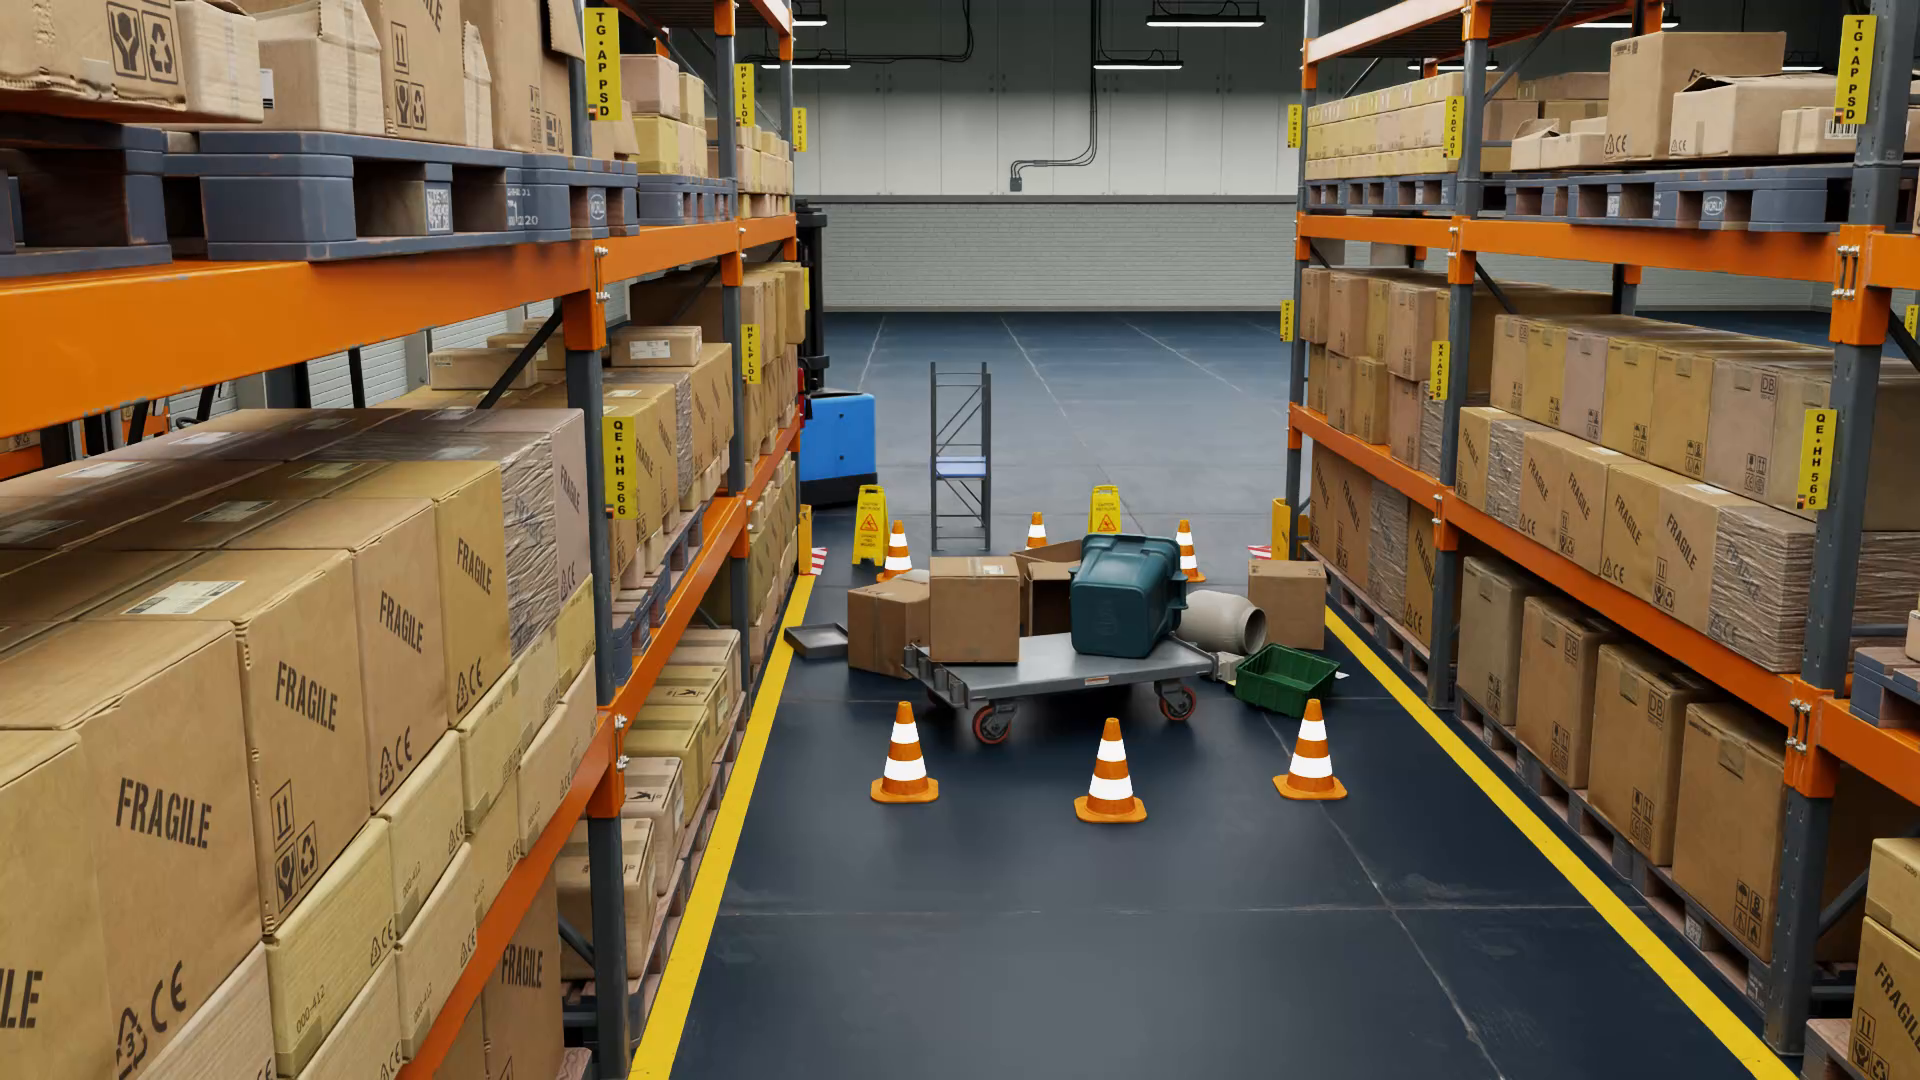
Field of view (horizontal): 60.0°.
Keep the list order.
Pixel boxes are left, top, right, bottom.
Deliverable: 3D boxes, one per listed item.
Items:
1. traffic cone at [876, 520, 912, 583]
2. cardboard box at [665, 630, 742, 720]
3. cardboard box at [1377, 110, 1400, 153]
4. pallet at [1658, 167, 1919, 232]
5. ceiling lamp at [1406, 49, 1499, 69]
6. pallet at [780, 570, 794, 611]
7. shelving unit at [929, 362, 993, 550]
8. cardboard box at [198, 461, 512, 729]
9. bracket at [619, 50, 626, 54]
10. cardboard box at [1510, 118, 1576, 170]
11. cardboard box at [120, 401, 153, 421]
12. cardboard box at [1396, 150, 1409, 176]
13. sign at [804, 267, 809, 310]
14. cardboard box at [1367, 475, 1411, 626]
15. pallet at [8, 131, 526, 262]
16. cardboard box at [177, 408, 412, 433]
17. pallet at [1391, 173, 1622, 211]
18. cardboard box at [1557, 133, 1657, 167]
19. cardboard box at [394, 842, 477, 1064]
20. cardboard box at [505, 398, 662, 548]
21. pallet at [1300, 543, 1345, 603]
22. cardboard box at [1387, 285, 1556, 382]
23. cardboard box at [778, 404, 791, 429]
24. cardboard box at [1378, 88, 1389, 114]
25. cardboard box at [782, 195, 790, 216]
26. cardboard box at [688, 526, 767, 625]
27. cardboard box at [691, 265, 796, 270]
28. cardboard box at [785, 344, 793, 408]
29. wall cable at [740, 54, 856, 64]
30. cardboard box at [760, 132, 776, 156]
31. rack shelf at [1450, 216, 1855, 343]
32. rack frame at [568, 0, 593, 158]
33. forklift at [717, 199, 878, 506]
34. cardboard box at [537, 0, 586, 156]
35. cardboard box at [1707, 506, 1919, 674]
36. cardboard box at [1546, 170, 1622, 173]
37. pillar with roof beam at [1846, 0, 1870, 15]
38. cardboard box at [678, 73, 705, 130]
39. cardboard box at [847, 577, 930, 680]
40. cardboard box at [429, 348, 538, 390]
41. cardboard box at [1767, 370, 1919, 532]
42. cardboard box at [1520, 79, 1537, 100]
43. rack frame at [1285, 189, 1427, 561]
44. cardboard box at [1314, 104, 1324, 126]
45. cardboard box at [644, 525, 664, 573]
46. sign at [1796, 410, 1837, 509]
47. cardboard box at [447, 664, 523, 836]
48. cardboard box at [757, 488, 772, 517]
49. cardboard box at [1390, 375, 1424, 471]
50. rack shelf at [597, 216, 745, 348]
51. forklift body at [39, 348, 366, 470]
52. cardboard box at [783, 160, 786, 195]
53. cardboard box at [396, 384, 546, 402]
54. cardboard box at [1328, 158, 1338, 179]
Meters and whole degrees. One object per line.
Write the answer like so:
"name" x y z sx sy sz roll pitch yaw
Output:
"traffic cone" -0.487 0.078 13.009 0.336 0.463 0.334 0 11 -1
"cardboard box" -1.689 0.736 8.938 0.950 0.372 0.625 0 11 0
"cardboard box" 2.959 -2.584 10.529 0.500 0.250 0.500 0 11 -2
"pallet" 3.261 -1.200 5.862 1.213 0.211 1.003 0 11 1
"ceiling lamp" 11.021 -12.157 37.167 2.000 3.185 0.800 0 11 -1
"pallet" -1.802 0.298 12.558 1.003 0.211 1.213 0 11 -1
"shelving unit" -0.002 -0.752 14.494 0.538 1.500 1.048 0 11 -1
"cardboard box" -1.325 0.109 3.713 0.500 0.500 0.500 0 11 -1
"bracket" -7.838 -11.156 37.863 0.076 0.066 4.783 0 11 -1
"cardboard box" 3.007 -2.028 8.498 0.258 0.266 0.396 0 11 -2
"cardboard box" -6.475 -1.176 12.561 0.500 0.500 0.500 0 11 -2
"cardboard box" 2.900 -2.315 10.207 0.380 0.149 0.250 0 11 -1
"sign" -1.230 -1.966 12.997 0.100 0.325 0.005 0 11 -1
"cardboard box" 3.279 0.041 11.102 0.875 0.875 0.875 0 11 -1
"pallet" -1.527 -0.682 3.308 1.003 0.211 1.213 0 11 1
"cardboard box" -1.854 -0.095 4.715 0.500 0.500 0.500 -1 11 -3
"pallet" 3.238 -2.080 9.944 1.003 0.211 1.213 0 11 -1
"cardboard box" 3.013 -1.812 7.728 0.380 0.149 0.250 0 11 -1
"cardboard box" -1.290 0.821 3.344 0.500 0.250 0.500 0 11 -2
"cardboard box" -1.416 -0.249 6.188 0.500 0.500 0.500 0 11 2
"pallet" 3.256 0.240 12.846 1.003 0.211 1.213 0 11 -1
"cardboard box" 3.144 -1.275 10.208 0.875 0.550 0.550 0 11 -1
"cardboard box" -1.428 -0.896 12.065 0.380 0.149 0.250 0 11 0
"cardboard box" 2.893 -2.805 10.616 0.380 0.149 0.250 0 11 -2
"cardboard box" -1.460 -2.473 12.291 0.380 0.149 0.250 0 11 -1
"cardboard box" -1.445 0.206 9.973 0.500 0.500 0.500 0 11 2
"cardboard box" -1.553 -1.729 12.020 0.700 0.500 0.500 0 11 -1
"cardboard box" -1.493 -1.233 12.095 0.500 0.500 0.500 0 11 -1
"wall cable" -4.288 -11.541 43.920 3.097 2.526 0.112 0 11 -1
"cardboard box" -1.418 -2.612 10.972 0.380 0.149 0.250 0 11 0
"rack shelf" 3.286 -1.210 7.245 1.077 0.370 4.000 0 11 -1
"rack frame" -1.620 -2.595 4.716 1.000 3.000 0.127 0 11 -1
"forklift" -2.122 -1.964 16.868 1.130 2.935 3.031 -9 15 -38
"cardboard box" -1.461 -1.307 4.596 0.797 0.503 0.637 -1 12 -5
"cardboard box" 3.049 0.167 5.938 0.500 0.500 0.500 0 11 -1
"cardboard box" 3.577 -2.166 9.470 0.380 0.149 0.250 0 11 -2
"pillar with roof beam" 18.935 -10.097 41.696 9.100 9.000 0.548 0 11 -1
"cardboard box" -1.563 -2.183 8.292 0.500 0.250 0.500 0 11 0
"cardboard box" -0.364 0.555 10.558 0.500 0.500 0.500 9 15 38
"cardboard box" -1.936 -0.697 6.764 0.380 0.149 0.250 -1 11 -4
"cardboard box" 3.328 -0.323 5.843 0.700 0.500 0.500 0 11 -1
"cardboard box" 3.565 -2.658 9.889 0.380 0.149 0.250 0 11 -2
"rack frame" 3.162 -1.285 13.351 1.000 3.000 0.127 0 11 -1
"cardboard box" 2.855 -3.160 12.367 0.380 0.149 0.250 0 11 -1
"cardboard box" -1.358 0.032 6.435 0.380 0.149 0.250 0 11 -1
"sign" 2.772 -0.260 5.383 0.100 0.325 0.005 0 11 -1
"cardboard box" -1.311 0.473 3.805 0.500 0.250 0.500 -1 11 -3
"cardboard box" -1.400 -0.239 10.536 0.380 0.149 0.250 0 11 1
"cardboard box" 3.191 -0.746 10.316 0.875 0.550 0.550 0 11 -1
"rack shelf" -1.661 -1.170 7.046 1.077 0.370 4.000 0 11 -1
"forklift body" -4.885 -0.438 11.311 2.313 2.155 1.214 0 11 -1
"cardboard box" -1.509 -2.587 11.849 0.500 0.250 0.500 0 11 -2
"cardboard box" -1.940 -0.348 6.672 0.500 0.500 0.500 -1 12 -5
"cardboard box" 2.865 -2.667 11.940 0.380 0.149 0.250 0 11 -1
